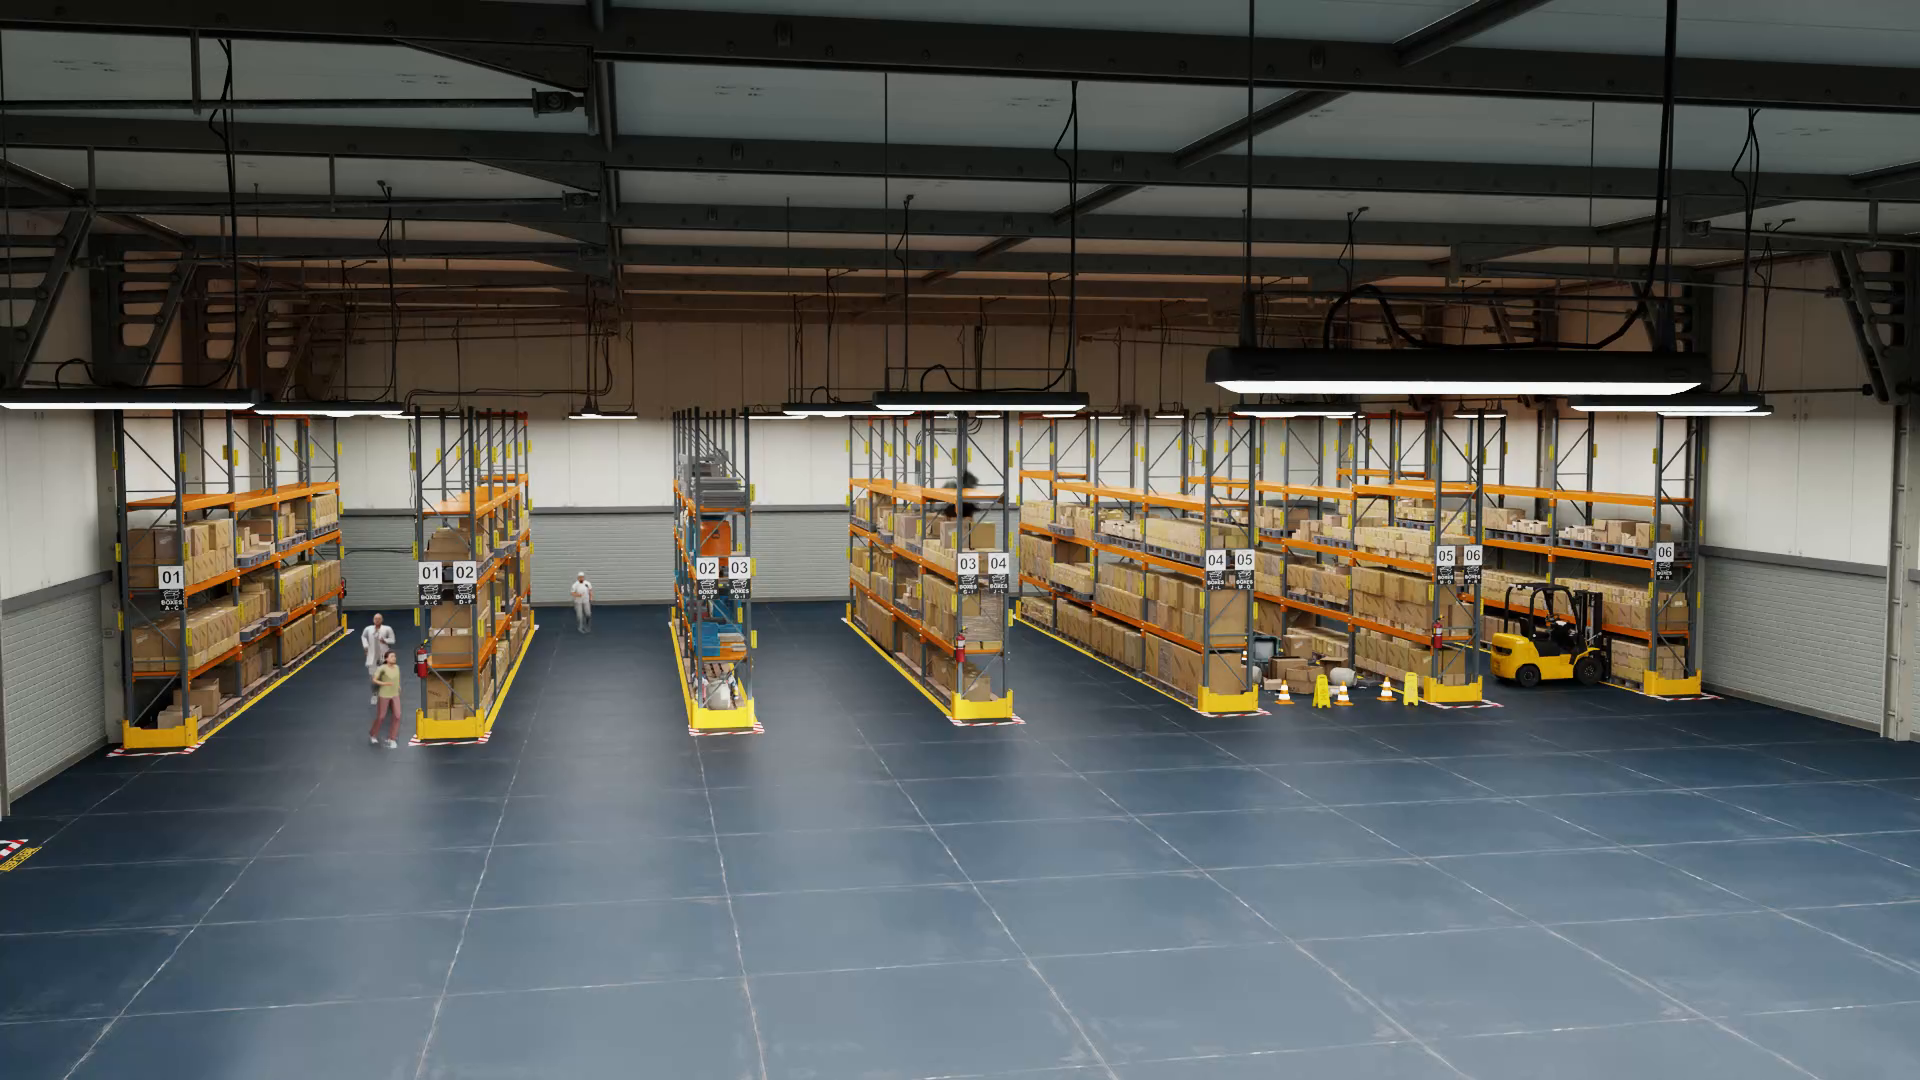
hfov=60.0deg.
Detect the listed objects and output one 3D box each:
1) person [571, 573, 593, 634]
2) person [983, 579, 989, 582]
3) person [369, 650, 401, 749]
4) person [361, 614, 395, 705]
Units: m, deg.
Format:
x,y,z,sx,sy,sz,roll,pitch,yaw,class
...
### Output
x,y,z,sx,sy,sz,roll,pitch,yaw,class
-10.186,1.716,44.884,0.613,1.670,0.643,-1,4,-20,person
0.618,1.551,47.514,0.603,1.696,0.706,0,4,0,person
-10.092,2.787,29.368,0.844,1.687,0.603,4,5,42,person
-11.878,2.465,33.956,0.682,1.756,0.801,-1,4,-14,person
